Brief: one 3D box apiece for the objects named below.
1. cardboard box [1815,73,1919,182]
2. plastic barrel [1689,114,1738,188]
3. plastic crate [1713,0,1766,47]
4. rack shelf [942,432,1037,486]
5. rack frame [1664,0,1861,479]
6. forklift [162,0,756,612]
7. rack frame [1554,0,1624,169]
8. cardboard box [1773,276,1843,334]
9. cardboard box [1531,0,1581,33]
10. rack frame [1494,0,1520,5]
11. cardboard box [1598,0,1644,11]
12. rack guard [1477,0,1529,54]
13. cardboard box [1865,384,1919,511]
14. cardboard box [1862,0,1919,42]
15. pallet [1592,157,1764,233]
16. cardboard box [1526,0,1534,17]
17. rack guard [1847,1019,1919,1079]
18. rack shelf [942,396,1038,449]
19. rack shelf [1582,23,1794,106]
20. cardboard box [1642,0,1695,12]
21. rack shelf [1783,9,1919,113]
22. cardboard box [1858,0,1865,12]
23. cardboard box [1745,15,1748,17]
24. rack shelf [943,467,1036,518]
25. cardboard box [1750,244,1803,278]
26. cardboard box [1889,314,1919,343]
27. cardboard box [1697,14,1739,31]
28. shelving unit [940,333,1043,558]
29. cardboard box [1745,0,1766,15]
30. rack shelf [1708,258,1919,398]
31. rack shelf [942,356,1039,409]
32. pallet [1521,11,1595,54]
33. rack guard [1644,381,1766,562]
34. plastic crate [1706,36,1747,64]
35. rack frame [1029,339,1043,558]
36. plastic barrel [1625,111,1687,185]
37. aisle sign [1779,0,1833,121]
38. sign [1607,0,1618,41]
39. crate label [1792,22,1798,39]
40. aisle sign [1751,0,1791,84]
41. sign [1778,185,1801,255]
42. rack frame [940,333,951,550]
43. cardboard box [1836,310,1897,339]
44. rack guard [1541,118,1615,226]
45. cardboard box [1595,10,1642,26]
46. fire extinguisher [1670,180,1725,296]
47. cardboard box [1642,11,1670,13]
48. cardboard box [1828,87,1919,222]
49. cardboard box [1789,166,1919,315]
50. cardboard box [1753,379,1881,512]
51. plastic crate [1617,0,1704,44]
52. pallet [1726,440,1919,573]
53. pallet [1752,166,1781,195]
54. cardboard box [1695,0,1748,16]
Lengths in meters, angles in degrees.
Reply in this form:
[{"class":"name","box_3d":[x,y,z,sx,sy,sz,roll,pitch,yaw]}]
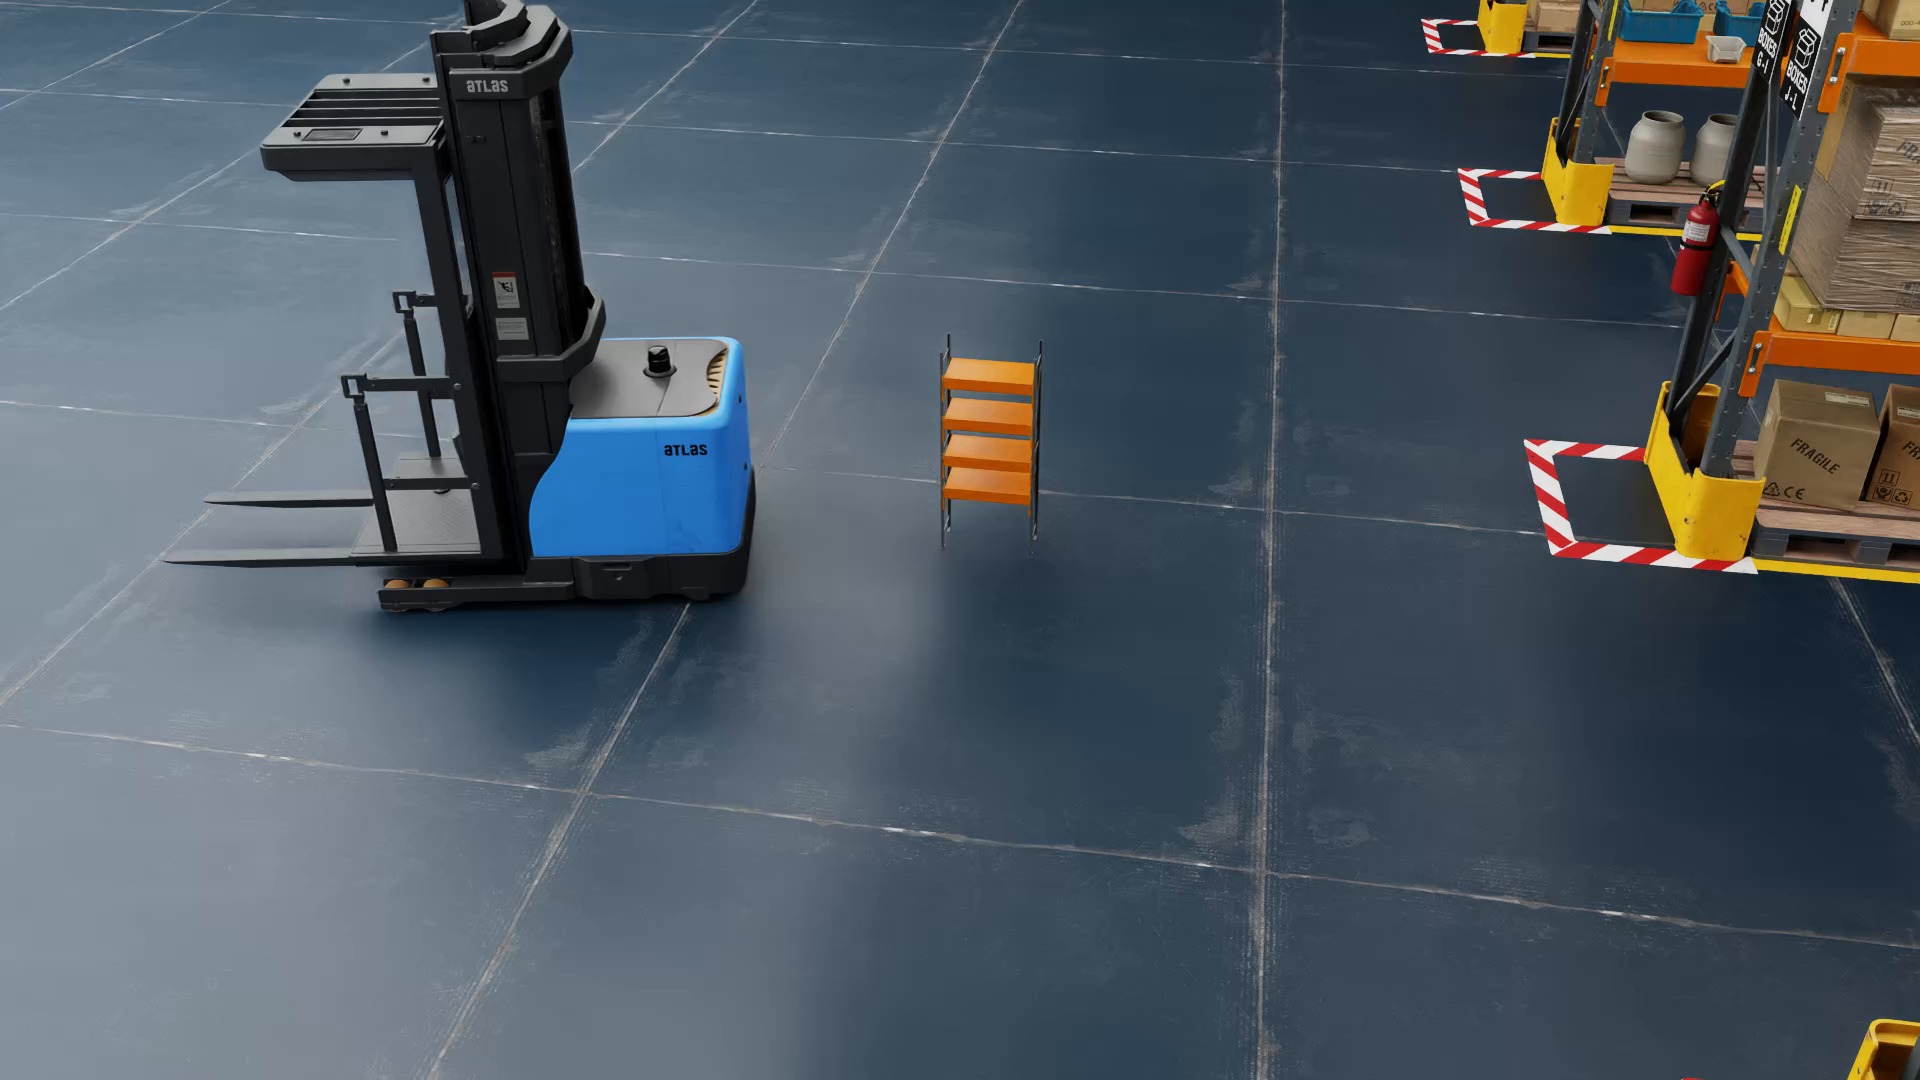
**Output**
[{"class":"cardboard box","box_3d":[4.713,-2.148,8.537,0.500,0.500,0.500,5,32,8]},{"class":"plastic barrel","box_3d":[6.118,-3.126,13.366,0.421,0.512,0.421,0,32,0]},{"class":"plastic crate","box_3d":[6.146,-4.054,13.039,0.408,0.251,0.499,5,32,8]},{"class":"rack shelf","box_3d":[0.163,-0.437,8.944,0.480,0.148,0.258,5,32,8]},{"class":"rack frame","box_3d":[4.129,-1.476,8.780,0.127,3.000,1.000,5,32,8]},{"class":"forklift","box_3d":[-2.659,-1.154,8.331,3.031,2.935,1.130,-1,32,-2]},{"class":"rack frame","box_3d":[4.963,-4.066,12.919,0.127,3.000,1.000,5,32,8]},{"class":"cardboard box","box_3d":[4.370,-1.219,8.607,0.250,0.149,0.380,5,32,8]},{"class":"cardboard box","box_3d":[6.291,-5.505,17.413,0.500,0.250,0.500,5,32,8]},{"class":"rack frame","box_3d":[5.800,-6.656,17.057,0.127,3.000,1.000,5,32,8]},{"class":"cardboard box","box_3d":[6.784,-5.779,17.144,0.500,0.500,0.500,5,32,8]},{"class":"rack guard","box_3d":[5.776,-5.599,17.724,0.348,0.500,1.175,5,32,8]},{"class":"cardboard box","box_3d":[5.337,-0.494,9.172,0.500,0.500,0.500,14,35,21]},{"class":"cardboard box","box_3d":[4.561,-2.505,7.739,0.500,0.250,0.500,6,33,10]},{"class":"pallet","box_3d":[5.845,-2.826,13.567,1.213,0.211,1.003,5,32,8]},{"class":"cardboard box","box_3d":[6.378,-5.775,17.845,0.500,0.250,0.500,5,32,8]},{"class":"rack guard","box_3d":[3.172,2.167,5.317,0.348,0.500,1.175,5,32,8]},{"class":"rack shelf","box_3d":[0.163,-0.626,8.825,0.480,0.148,0.258,5,32,8]},{"class":"rack shelf","box_3d":[6.934,-3.582,12.824,4.000,0.370,1.077,5,32,8]},{"class":"cardboard box","box_3d":[7.279,-5.741,17.083,0.500,0.500,0.500,5,32,8]},{"class":"rack shelf","box_3d":[6.101,-2.264,7.890,4.000,0.370,1.077,5,32,8]},{"class":"cardboard box","box_3d":[4.647,-2.773,8.168,0.500,0.250,0.500,6,33,9]},{"class":"cardboard box","box_3d":[8.262,-5.325,17.127,0.500,0.250,0.500,5,32,8]},{"class":"rack shelf","box_3d":[0.163,-0.268,9.049,0.480,0.148,0.258,5,32,8]},{"class":"cardboard box","box_3d":[4.445,-1.452,8.979,0.250,0.149,0.380,5,32,8]},{"class":"cardboard box","box_3d":[4.857,-1.156,8.507,0.250,0.149,0.380,5,32,8]},{"class":"cardboard box","box_3d":[7.769,-5.370,17.197,0.500,0.250,0.500,5,32,8]},{"class":"shelving unit","box_3d":[0.163,-0.494,8.908,0.503,1.200,0.258,5,32,8]},{"class":"cardboard box","box_3d":[8.264,-5.650,16.938,0.500,0.500,0.500,5,32,8]},{"class":"rack shelf","box_3d":[6.101,-0.992,8.686,4.000,0.370,1.077,5,32,8]},{"class":"rack shelf","box_3d":[0.163,-0.827,8.700,0.480,0.148,0.258,5,32,8]},{"class":"pallet","box_3d":[6.561,-5.428,17.723,1.213,0.211,1.003,5,32,8]},{"class":"rack guard","box_3d":[4.204,-0.409,9.433,0.348,0.500,1.175,5,32,8]},{"class":"plastic crate","box_3d":[5.791,-3.706,12.592,0.250,0.136,0.298,5,32,8]},{"class":"rack frame","box_3d":[0.404,-0.472,8.873,0.015,1.200,0.240,5,32,8]},{"class":"plastic barrel","box_3d":[5.624,-3.171,13.437,0.421,0.512,0.421,0,32,0]},{"class":"aisle sign","box_3d":[4.018,-2.426,7.849,0.004,0.787,0.394,5,32,8]},{"class":"sign","box_3d":[4.866,-3.896,12.386,0.005,0.325,0.100,5,32,8]},{"class":"crate label","box_3d":[6.822,-4.058,12.873,0.616,0.435,0.502,5,32,8]},{"class":"aisle sign","box_3d":[4.119,-2.740,8.350,0.004,0.787,0.394,5,32,8]},{"class":"sign","box_3d":[4.038,-1.559,8.097,0.005,0.325,0.100,5,32,8]},{"class":"rack frame","box_3d":[-0.077,-0.516,8.943,0.015,1.200,0.240,5,32,8]},{"class":"cardboard box","box_3d":[4.613,-1.187,8.555,0.250,0.149,0.380,5,32,8]},{"class":"rack guard","box_3d":[5.045,-3.024,13.610,0.348,0.500,1.175,5,32,8]},{"class":"cardboard box","box_3d":[6.784,-5.462,17.344,0.500,0.250,0.500,5,32,8]},{"class":"fire extinguisher","box_3d":[4.094,-1.694,9.202,0.183,0.674,0.296,5,32,8]},{"class":"cardboard box","box_3d":[7.277,-5.417,17.273,0.500,0.250,0.500,5,32,8]},{"class":"cardboard box","box_3d":[4.626,-1.876,8.103,0.500,0.500,0.500,5,32,8]},{"class":"cardboard box","box_3d":[4.667,-1.581,8.573,0.500,0.500,0.875,5,32,8]},{"class":"cardboard box","box_3d":[4.742,-0.529,9.229,0.500,0.500,0.500,11,34,17]},{"class":"plastic crate","box_3d":[5.506,-4.115,13.137,0.616,0.251,0.499,5,32,8]},{"class":"pallet","box_3d":[4.999,-0.196,9.364,1.213,0.211,1.003,5,32,8]},{"class":"pallet","box_3d":[7.044,-2.716,13.391,1.213,0.211,1.003,5,32,8]},{"class":"cardboard box","box_3d":[7.769,-5.687,16.998,0.500,0.500,0.500,5,32,8]}]
